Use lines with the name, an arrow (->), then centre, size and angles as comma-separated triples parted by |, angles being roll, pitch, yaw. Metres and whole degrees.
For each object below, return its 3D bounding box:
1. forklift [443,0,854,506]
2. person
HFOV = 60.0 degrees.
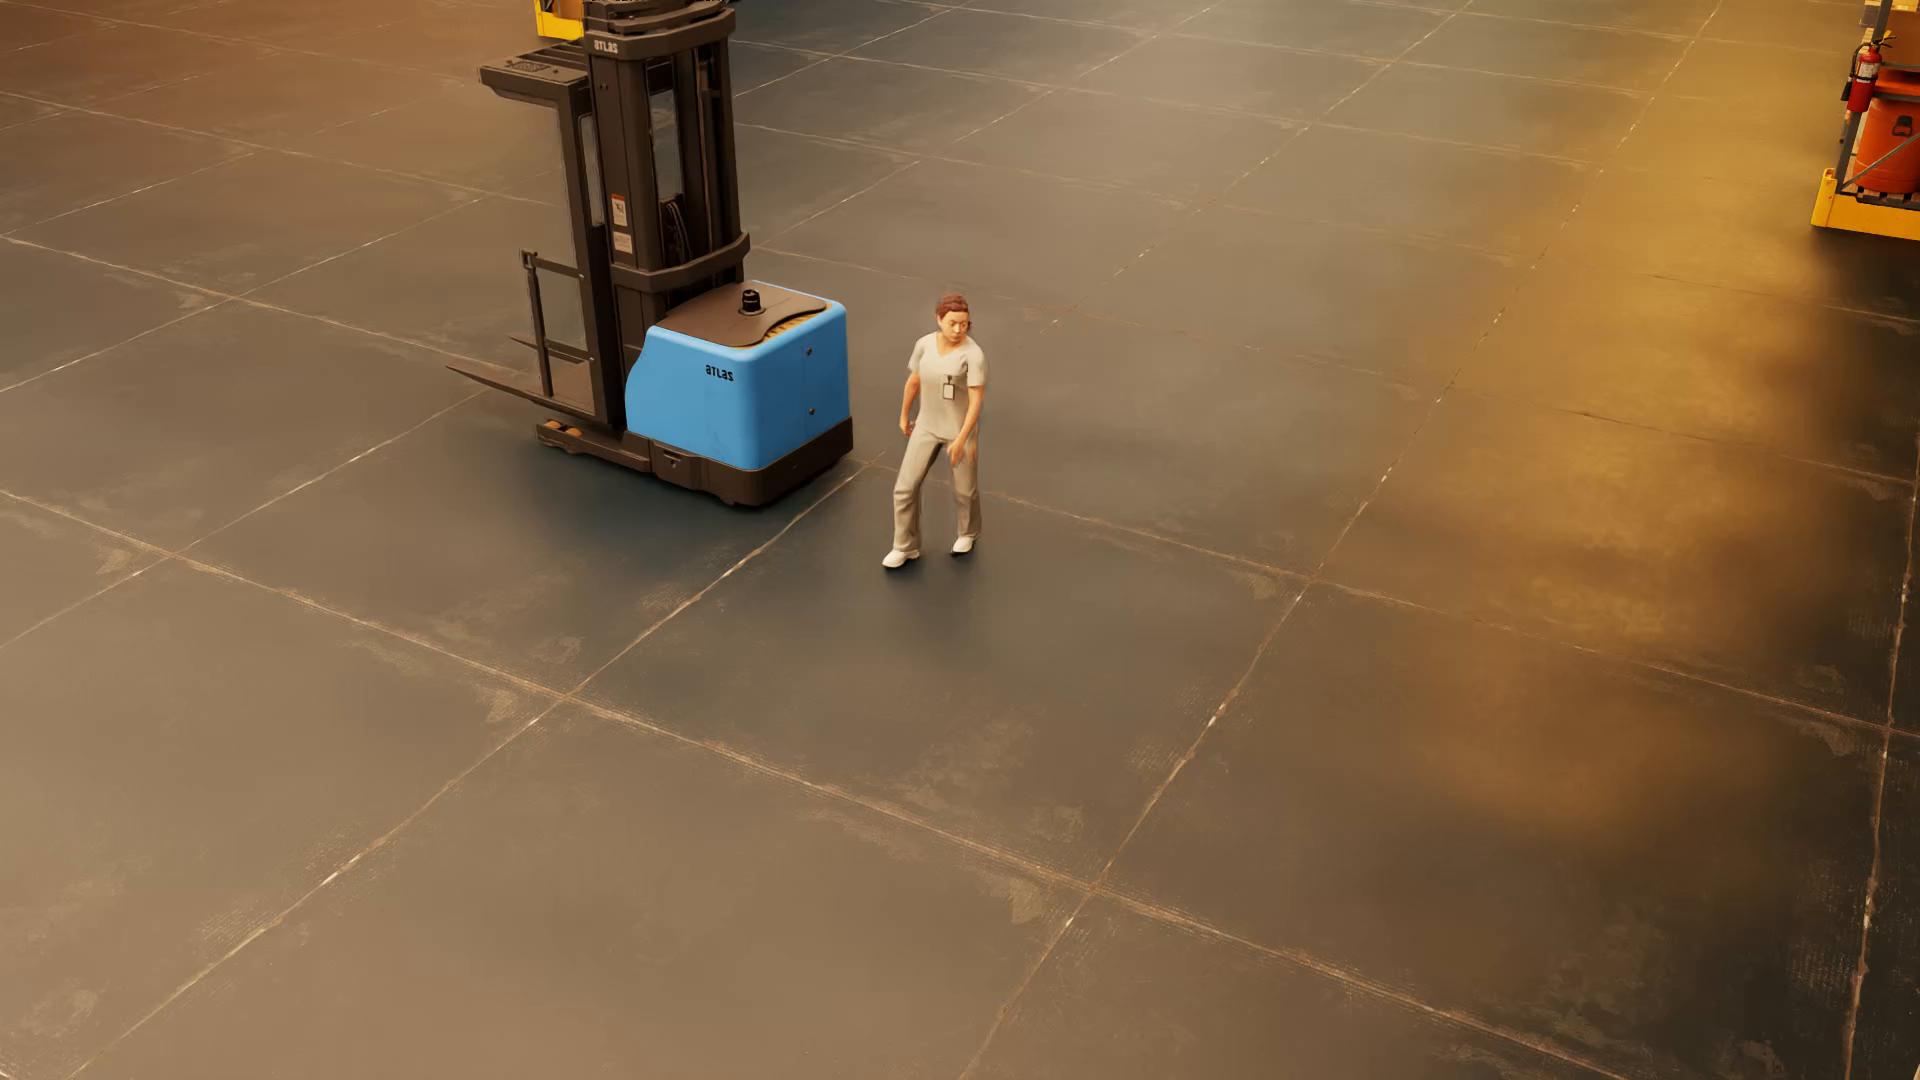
forklift -> -2.206, -2.037, 10.600 | 3.031, 2.935, 1.130 | 19, 35, 29
person -> -0.116, -0.617, 9.453 | 0.556, 1.626, 0.652 | 11, 32, 18
